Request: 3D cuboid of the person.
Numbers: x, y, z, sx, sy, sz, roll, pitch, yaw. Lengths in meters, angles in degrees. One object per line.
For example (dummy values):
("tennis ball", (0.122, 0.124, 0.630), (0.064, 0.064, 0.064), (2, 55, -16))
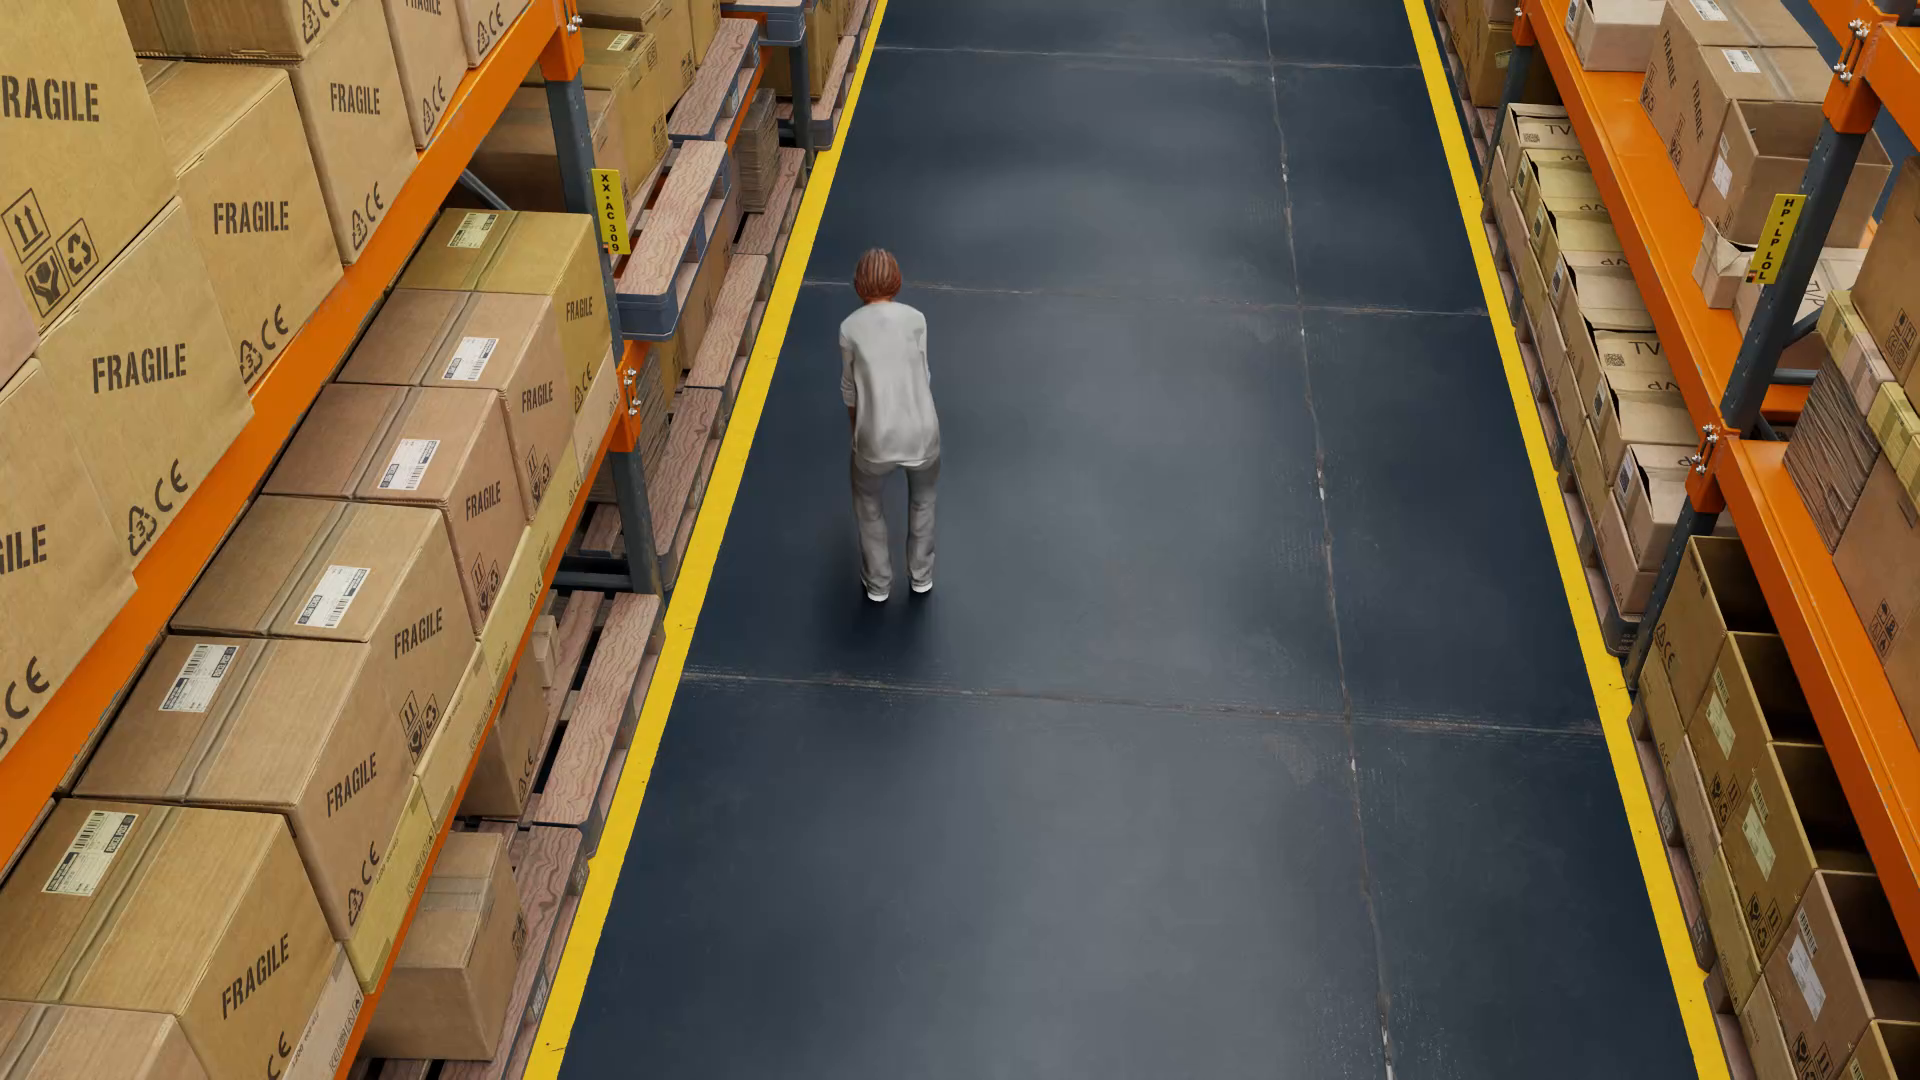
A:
("person", (-0.281, -0.431, 6.793), (0.376, 1.439, 0.645), (-6, 41, -7))
